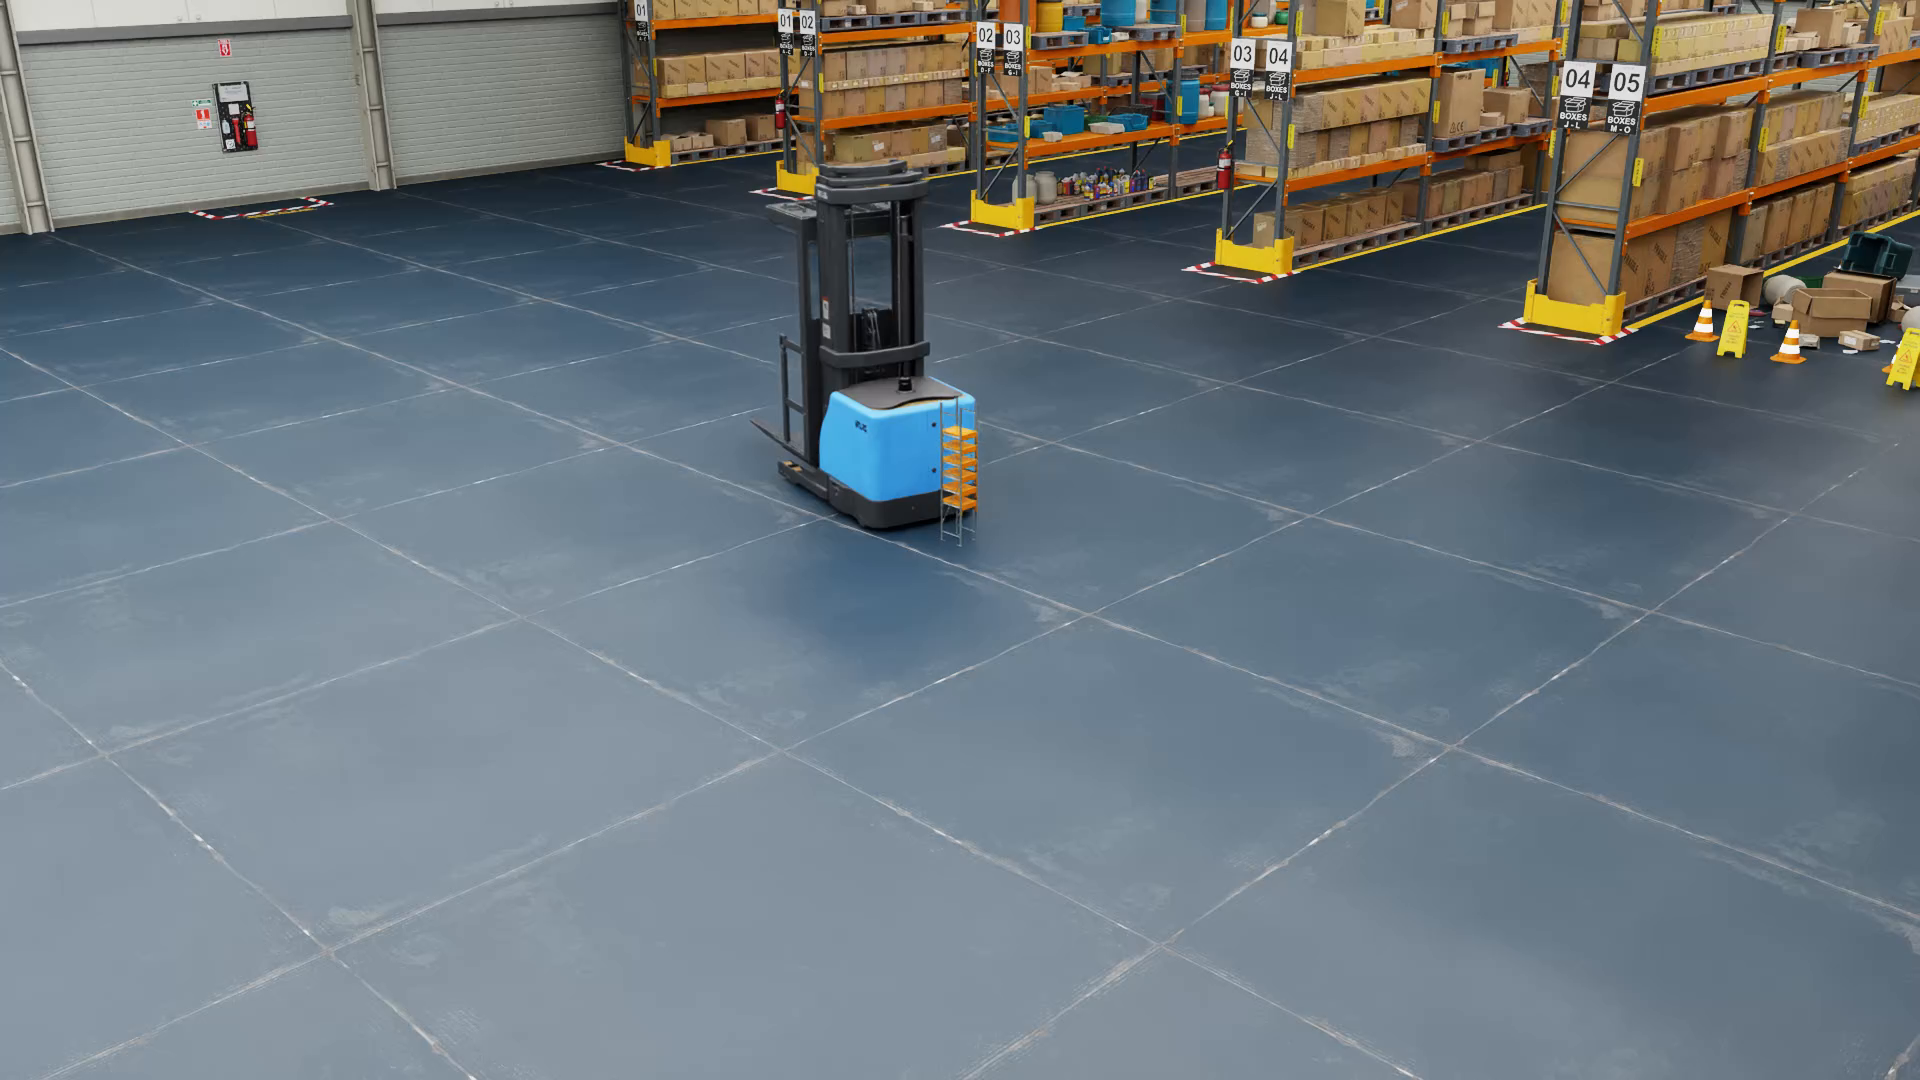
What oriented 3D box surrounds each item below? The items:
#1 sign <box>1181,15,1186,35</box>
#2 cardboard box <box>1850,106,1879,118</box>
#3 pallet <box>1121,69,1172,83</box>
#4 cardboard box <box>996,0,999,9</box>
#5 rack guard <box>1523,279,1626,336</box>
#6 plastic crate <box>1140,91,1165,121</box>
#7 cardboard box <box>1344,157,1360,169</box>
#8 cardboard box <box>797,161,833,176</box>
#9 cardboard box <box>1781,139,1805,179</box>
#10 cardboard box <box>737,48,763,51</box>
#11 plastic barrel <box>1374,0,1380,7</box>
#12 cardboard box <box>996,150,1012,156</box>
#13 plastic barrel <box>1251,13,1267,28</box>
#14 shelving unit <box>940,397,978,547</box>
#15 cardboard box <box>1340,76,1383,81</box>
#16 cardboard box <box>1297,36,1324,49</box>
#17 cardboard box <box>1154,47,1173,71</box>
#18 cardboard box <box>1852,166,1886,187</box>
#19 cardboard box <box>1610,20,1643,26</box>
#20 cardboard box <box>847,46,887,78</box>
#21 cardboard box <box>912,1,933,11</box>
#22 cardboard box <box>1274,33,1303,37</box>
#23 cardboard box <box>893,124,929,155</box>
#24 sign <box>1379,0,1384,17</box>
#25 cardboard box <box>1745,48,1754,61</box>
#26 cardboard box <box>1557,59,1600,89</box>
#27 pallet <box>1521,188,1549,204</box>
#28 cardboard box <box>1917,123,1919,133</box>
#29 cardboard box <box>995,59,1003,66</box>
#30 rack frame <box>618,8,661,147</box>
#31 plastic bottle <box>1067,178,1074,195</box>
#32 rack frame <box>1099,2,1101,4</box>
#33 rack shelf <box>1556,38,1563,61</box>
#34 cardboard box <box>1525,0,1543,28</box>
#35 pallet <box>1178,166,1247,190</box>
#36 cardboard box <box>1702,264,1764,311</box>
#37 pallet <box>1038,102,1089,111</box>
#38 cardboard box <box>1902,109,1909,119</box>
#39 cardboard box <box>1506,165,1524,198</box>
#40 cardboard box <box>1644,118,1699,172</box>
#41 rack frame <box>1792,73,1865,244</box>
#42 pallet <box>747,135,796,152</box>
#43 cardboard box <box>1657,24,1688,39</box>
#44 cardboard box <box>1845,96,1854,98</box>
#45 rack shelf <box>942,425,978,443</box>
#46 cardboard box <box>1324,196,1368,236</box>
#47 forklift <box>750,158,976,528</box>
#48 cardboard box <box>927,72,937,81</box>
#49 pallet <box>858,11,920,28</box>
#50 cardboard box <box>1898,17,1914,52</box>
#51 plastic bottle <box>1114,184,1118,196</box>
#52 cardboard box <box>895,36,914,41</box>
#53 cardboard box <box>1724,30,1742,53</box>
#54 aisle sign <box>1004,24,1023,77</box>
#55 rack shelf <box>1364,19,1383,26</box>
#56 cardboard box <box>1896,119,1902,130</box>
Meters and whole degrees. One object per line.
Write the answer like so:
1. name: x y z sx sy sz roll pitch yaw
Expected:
1. sign: 3.855 -8.895 28.705 0.100 0.325 0.005 19 28 41
2. cardboard box: 14.297 -6.779 26.329 0.380 0.149 0.250 18 27 38
3. pallet: 4.066 -10.312 36.852 1.003 0.211 1.213 19 28 41
4. cardboard box: 0.740 -10.696 33.027 0.500 0.250 0.500 16 26 36
5. rack guard: 7.693 -2.923 20.845 1.175 0.500 0.348 19 28 41
6. plastic crate: 3.587 -7.862 30.122 0.402 0.464 0.583 19 28 41
7. cardboard box: 5.712 -5.621 24.731 0.380 0.149 0.250 19 28 41
8. cardboard box: -2.706 -6.968 31.133 0.500 0.250 0.500 19 28 41
9. cardboard box: 11.762 -5.497 23.918 0.500 0.500 0.500 19 28 40
10. cardboard box: -4.471 -10.200 35.429 0.500 0.500 0.500 19 28 40
11. plastic barrel: 8.558 -11.087 33.571 0.600 0.588 0.600 0 21 0
12. cardboard box: 0.738 -7.958 33.706 0.500 0.250 0.500 -19 28 -41
13. plastic barrel: 5.539 -9.610 30.770 0.301 0.262 0.301 0 21 0
14. shelving unit: -0.010 -0.556 13.711 0.258 1.200 0.189 19 28 41
15. cardboard box: 6.173 -6.863 25.664 0.500 0.500 0.500 19 28 41
16. cardboard box: 4.922 -7.031 23.521 0.380 0.149 0.250 19 28 40
17. cardboard box: 4.314 -10.702 36.874 0.700 0.500 0.500 12 24 27
18. cardboard box: 14.653 -5.903 26.967 0.500 0.250 0.500 20 28 41
19. cardboard box: 8.235 -6.362 20.641 0.250 0.149 0.380 -20 28 -41
20. cardboard box: -1.783 -8.893 30.945 0.700 0.500 0.500 19 28 41
21. cardboard box: -0.724 -10.038 31.260 0.380 0.149 0.250 19 28 41
22. cardboard box: 4.733 -7.235 24.052 0.380 0.149 0.250 19 28 41
23. cardboard box: -0.948 -7.706 32.006 0.500 0.500 0.500 19 28 41
24. sign: 6.617 -8.355 26.043 0.100 0.325 0.005 19 28 41
25. cardboard box: 10.120 -6.345 21.707 0.250 0.149 0.380 -20 28 -41
26. cardboard box: 11.249 -8.460 30.228 0.637 0.503 0.797 -19 28 -40
27. pallet: 10.411 -6.302 30.039 1.003 0.211 1.213 19 28 41
28. cardboard box: 16.513 -7.055 28.460 0.250 0.149 0.380 -19 28 -40
29. cardboard box: 0.807 -11.521 40.052 0.250 0.149 0.380 -19 28 -40
30. rack frame: -6.420 -9.083 33.387 1.000 3.000 0.127 19 28 41
31. plastic bottle: 1.917 -6.154 28.939 0.061 0.283 0.133 19 28 41
32. rack frame: 2.712 -12.701 34.437 1.000 3.000 0.127 19 28 41
33. rack shelf: 11.203 -8.999 29.989 1.077 0.370 4.000 19 28 41
34. cardboard box: 9.304 -8.781 27.583 0.500 0.500 0.500 19 28 41
35. pallet: 4.839 -6.857 31.481 1.003 0.211 1.213 19 28 41
36. cardboard box: 10.152 -3.303 21.830 0.500 0.500 0.500 -14 25 -33
37. pallet: 2.537 -11.042 42.370 1.003 0.211 1.213 19 28 41
38. cardboard box: 15.399 -7.044 27.433 0.380 0.149 0.250 18 27 39
39. cardboard box: 9.354 -6.281 28.969 0.700 0.500 0.500 17 27 38
40. cardboard box: 8.802 -5.030 21.129 0.875 0.550 0.550 19 28 41
41. rack frame: 13.291 -6.153 25.763 1.000 3.000 0.127 19 28 41
42. pallet: -4.073 -8.628 36.090 1.003 0.211 1.213 19 28 41
43. cardboard box: 8.524 -6.130 20.038 0.380 0.149 0.250 19 28 40
44. cardboard box: 14.752 -7.283 27.640 0.380 0.149 0.250 19 28 40
45. rack shelf: -0.010 -0.851 13.598 0.258 0.103 0.180 19 28 41
46. cardboard box: 5.938 -5.000 25.663 0.500 0.500 0.500 16 26 36
47. forklift: -1.028 -1.948 14.918 1.130 2.935 3.031 -12 24 -28
48. cardboard box: -0.652 -8.899 31.866 0.380 0.149 0.250 19 28 41
49. pallet: -1.506 -9.693 30.917 1.003 0.211 1.213 19 28 41
50. cardboard box: 14.568 -7.940 26.093 0.500 0.500 0.500 19 28 41
51. plastic bottle: 2.687 -6.083 28.868 0.097 0.201 0.097 0 21 0
52. cardboard box: -1.273 -11.512 38.049 0.380 0.149 0.250 14 25 32
53. cardboard box: 9.637 -6.387 21.263 0.500 0.250 0.500 19 28 40
54. aisle sign: 0.837 -7.725 26.230 0.394 0.787 0.004 19 28 41
55. rack shelf: 7.654 -10.238 33.214 1.077 0.370 4.000 19 28 41
56. cardboard box: 15.225 -6.840 27.317 0.380 0.149 0.250 18 27 38
